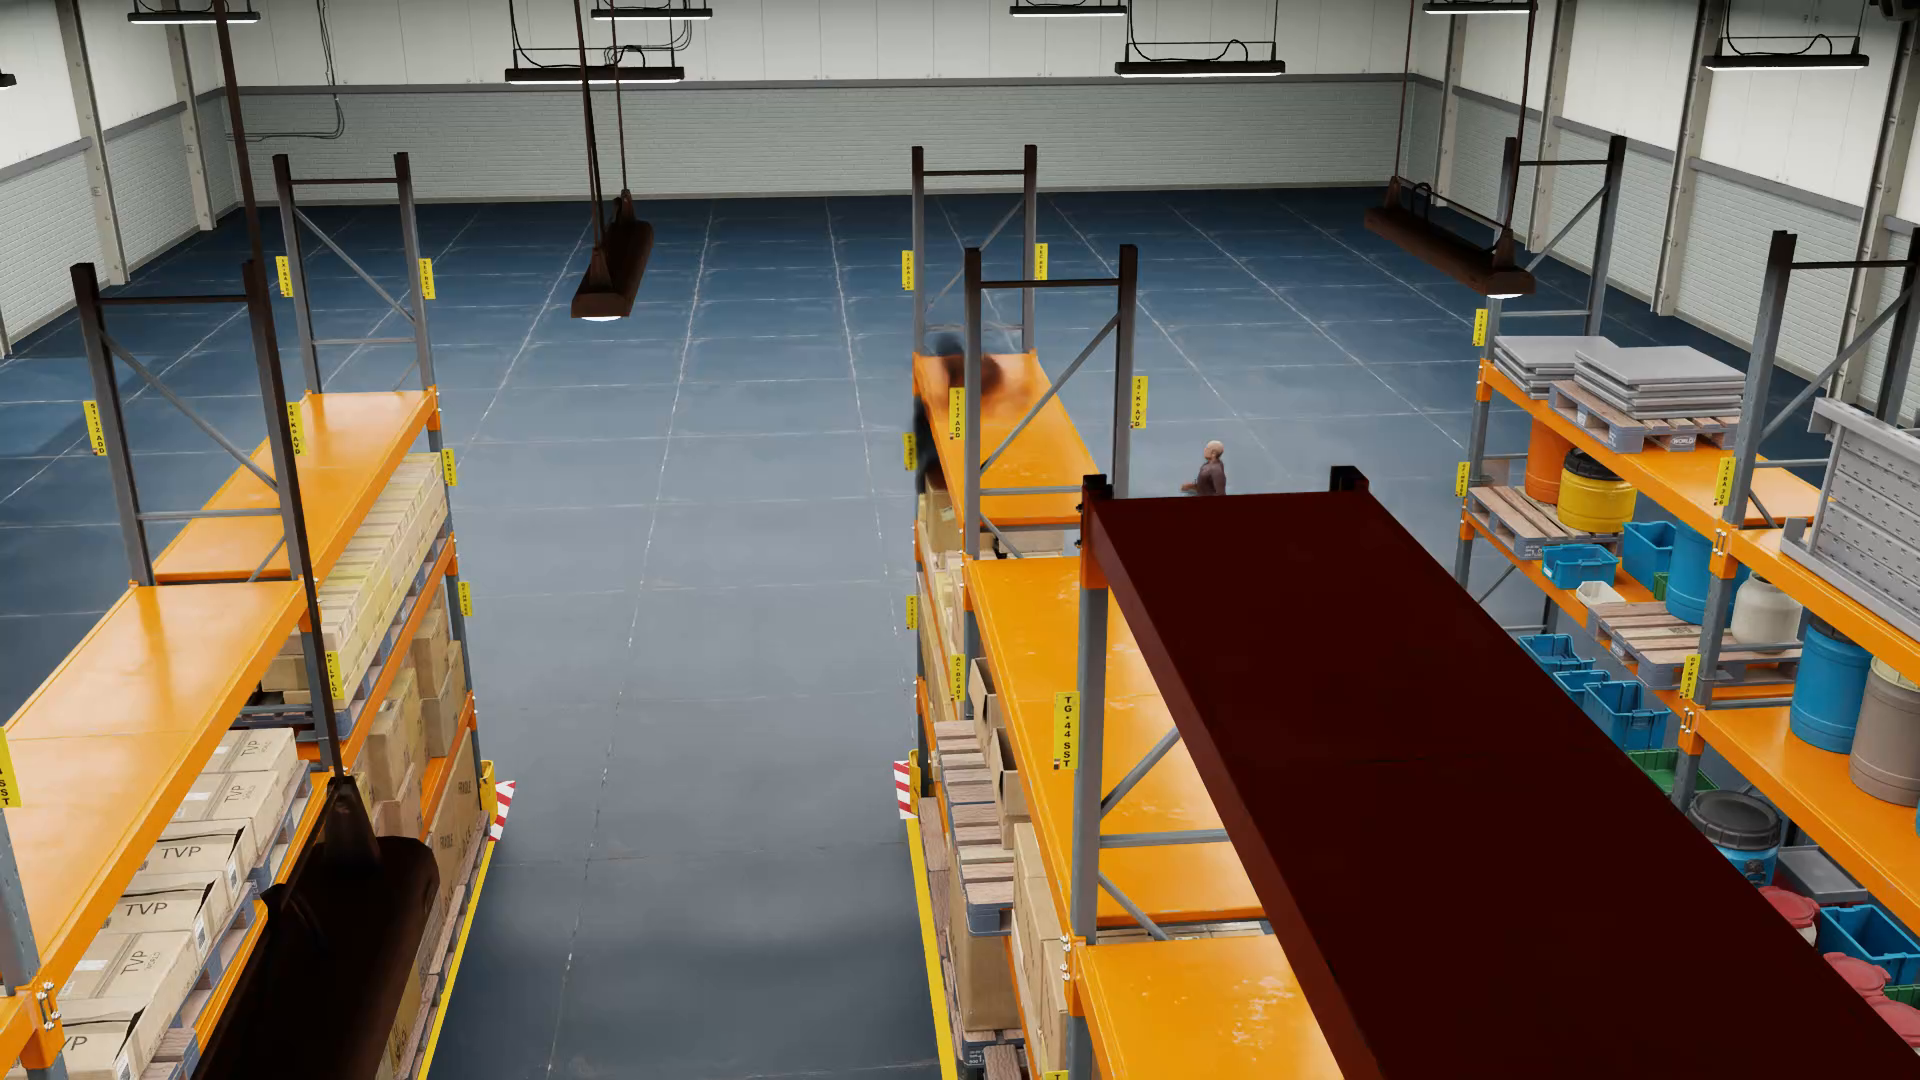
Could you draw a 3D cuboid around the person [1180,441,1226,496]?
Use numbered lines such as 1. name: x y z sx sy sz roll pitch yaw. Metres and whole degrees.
1. person: 2.975 -0.384 20.245 0.651 1.729 0.703 5 22 13
